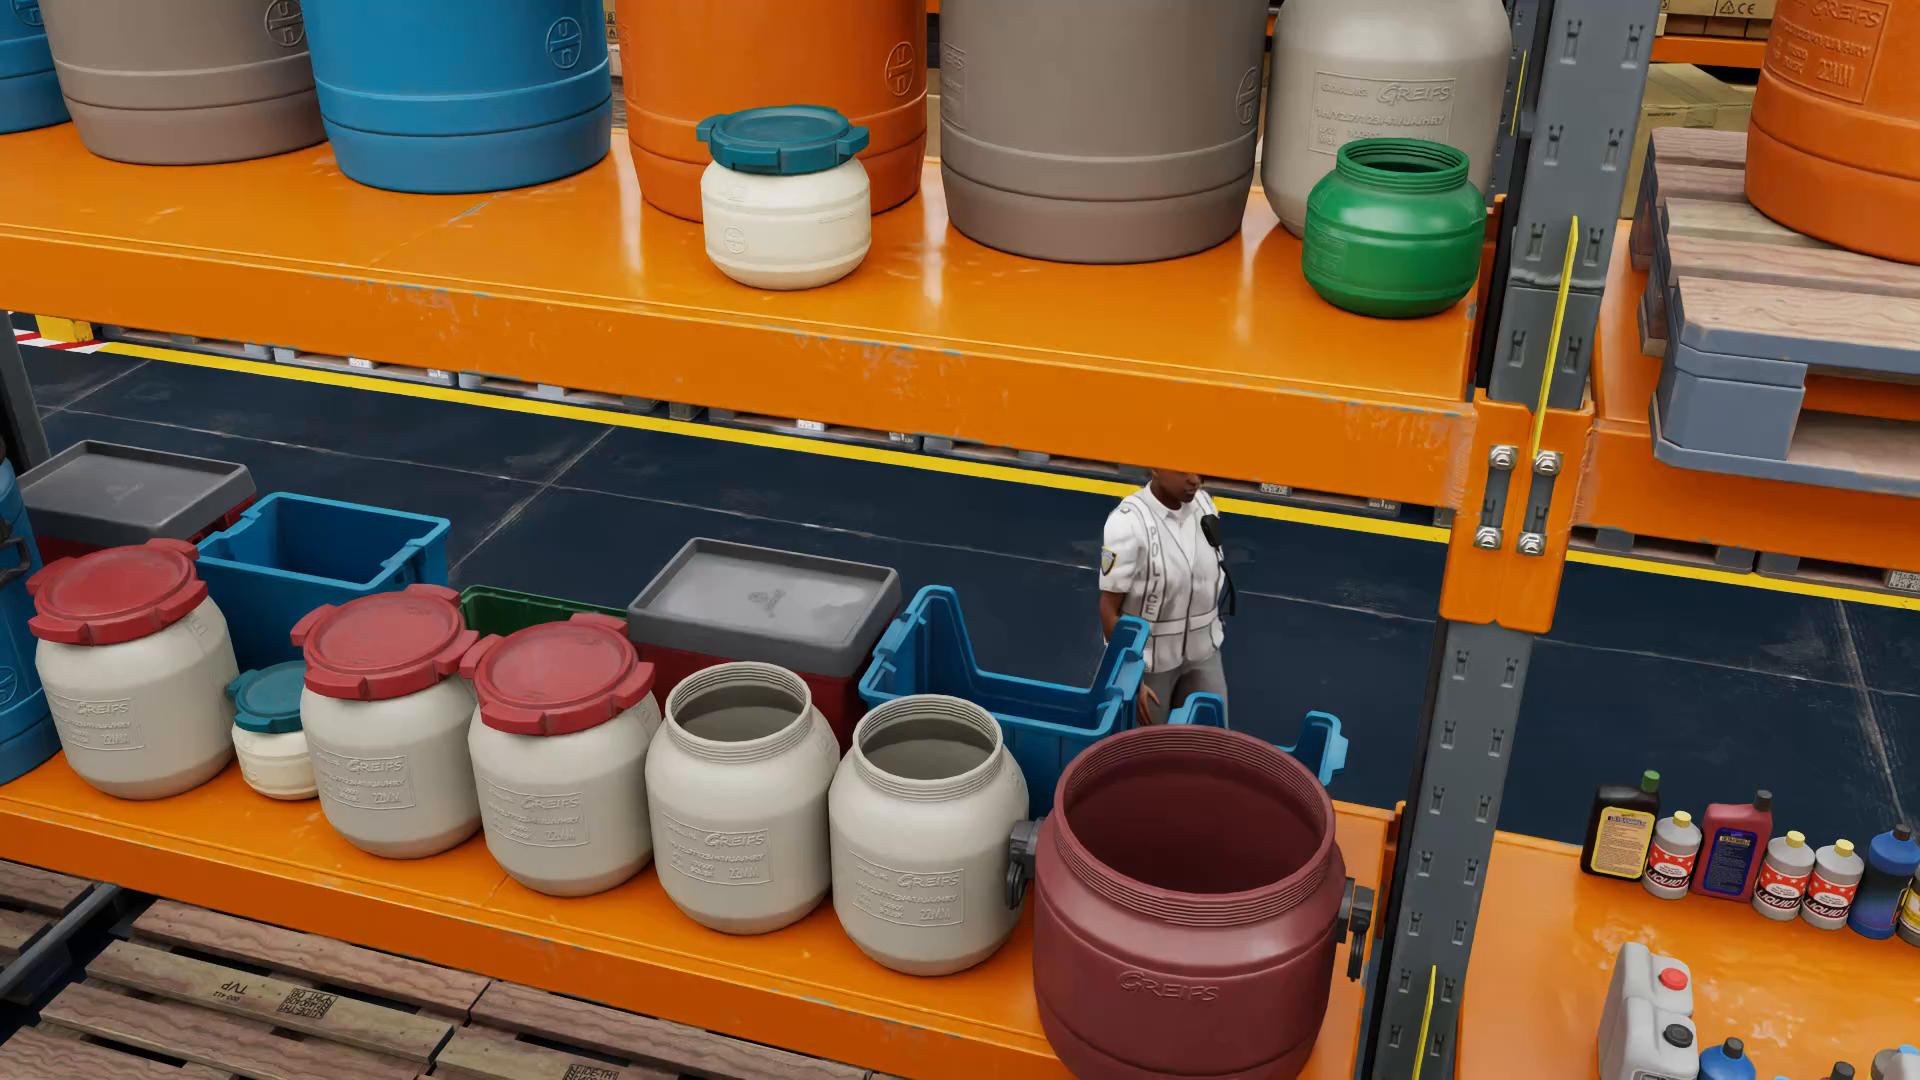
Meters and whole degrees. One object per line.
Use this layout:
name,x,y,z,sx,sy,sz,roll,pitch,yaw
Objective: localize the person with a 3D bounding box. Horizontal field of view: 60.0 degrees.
person,0.719,0.412,5.396,0.496,1.618,0.903,-12,32,-21
